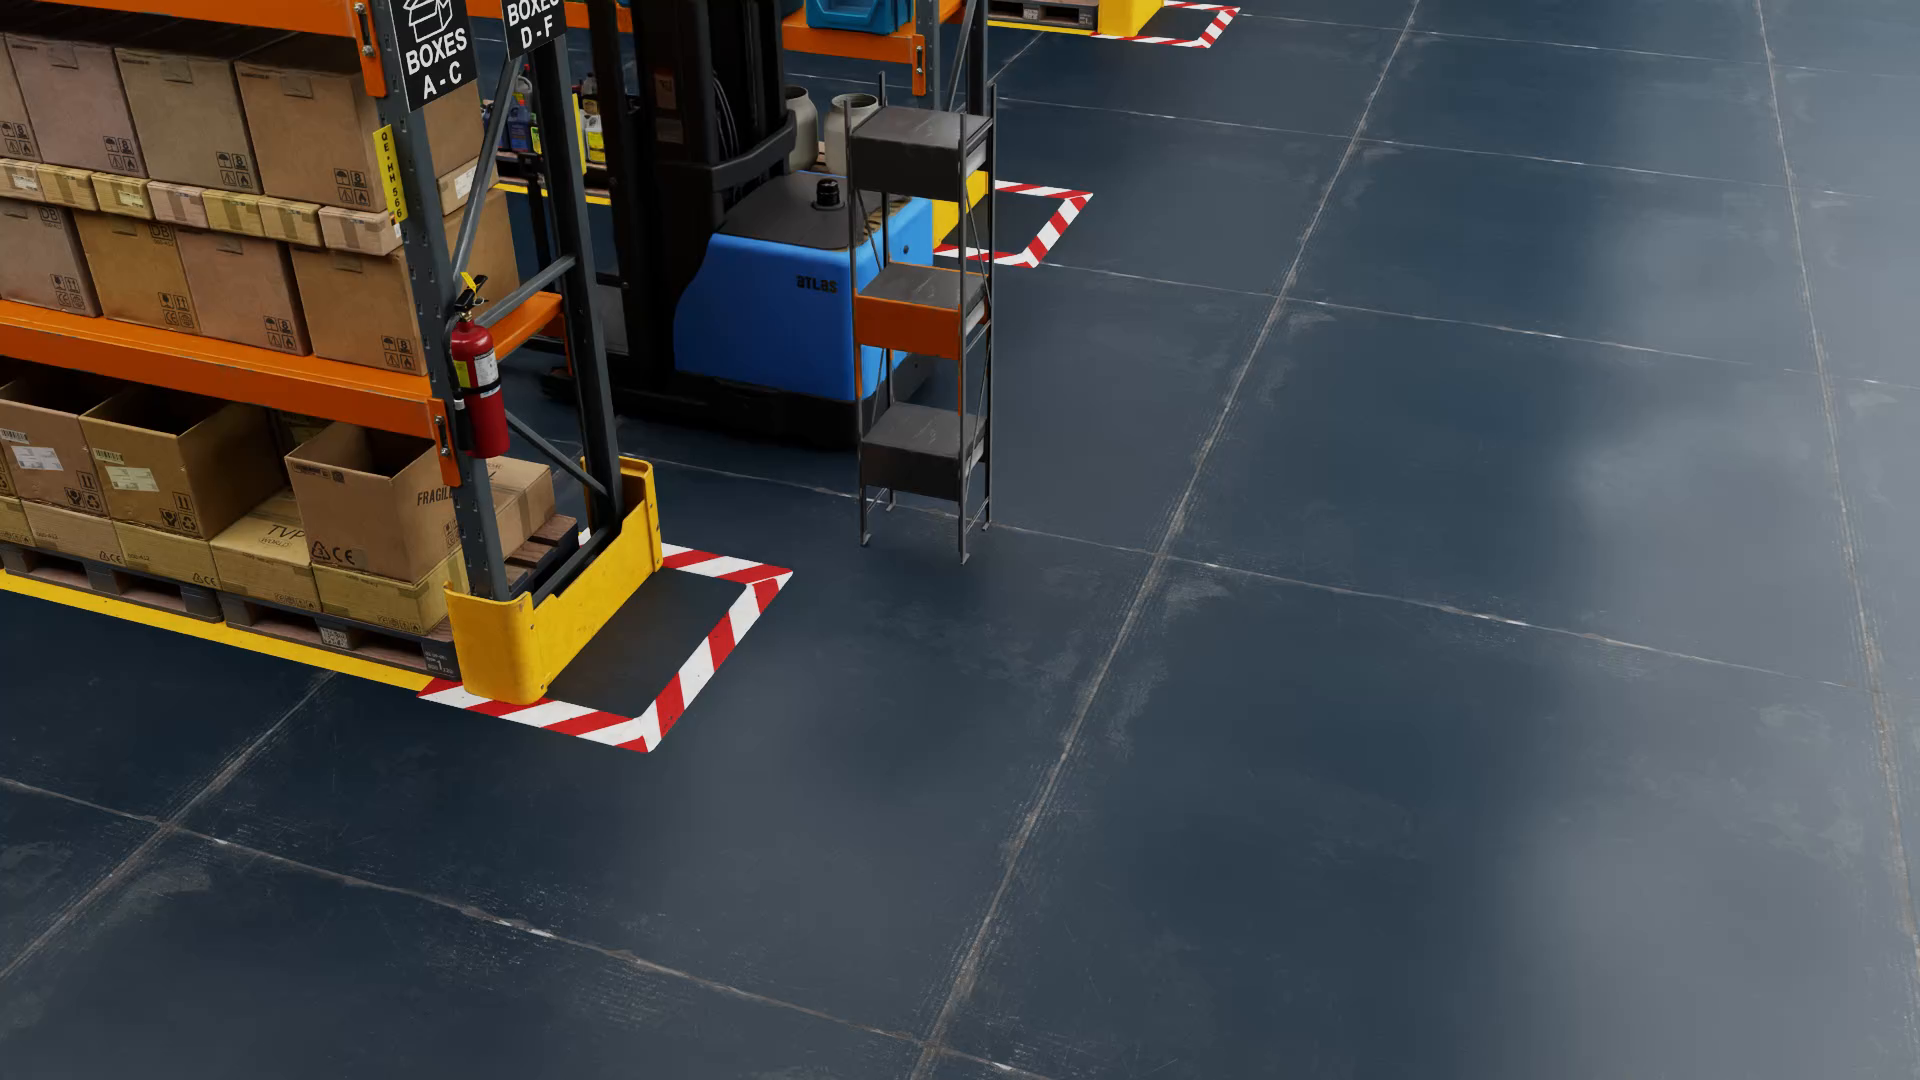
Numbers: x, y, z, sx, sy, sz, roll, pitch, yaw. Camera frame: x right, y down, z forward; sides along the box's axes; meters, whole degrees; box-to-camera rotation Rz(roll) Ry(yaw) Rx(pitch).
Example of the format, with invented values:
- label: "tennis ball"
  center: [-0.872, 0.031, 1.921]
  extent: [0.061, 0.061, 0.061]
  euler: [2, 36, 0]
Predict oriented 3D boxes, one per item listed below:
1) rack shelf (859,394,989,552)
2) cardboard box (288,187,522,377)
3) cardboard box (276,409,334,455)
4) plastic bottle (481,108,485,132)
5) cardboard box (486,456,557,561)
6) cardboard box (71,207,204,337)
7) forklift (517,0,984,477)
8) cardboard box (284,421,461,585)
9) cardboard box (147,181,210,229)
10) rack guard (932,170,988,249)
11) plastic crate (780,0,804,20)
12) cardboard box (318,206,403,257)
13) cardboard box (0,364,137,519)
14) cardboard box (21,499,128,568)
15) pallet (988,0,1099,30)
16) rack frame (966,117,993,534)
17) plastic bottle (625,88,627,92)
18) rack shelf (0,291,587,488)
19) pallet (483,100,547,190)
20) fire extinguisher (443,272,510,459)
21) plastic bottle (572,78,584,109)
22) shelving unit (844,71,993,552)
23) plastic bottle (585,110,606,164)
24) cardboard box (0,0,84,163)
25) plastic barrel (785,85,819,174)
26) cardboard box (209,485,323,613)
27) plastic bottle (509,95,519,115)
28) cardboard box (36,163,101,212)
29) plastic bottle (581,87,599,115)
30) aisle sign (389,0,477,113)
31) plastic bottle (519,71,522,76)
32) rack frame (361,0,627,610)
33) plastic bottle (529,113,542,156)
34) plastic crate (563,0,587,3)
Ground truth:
- label: "rack shelf"
  center: [-0.156, -0.313, 7.614]
  extent: [0.480, 0.518, 0.431]
  euler: [11, 34, 16]
- label: "cardboard box"
  center: [-2.153, -1.049, 6.518]
  extent: [0.500, 0.500, 0.700]
  euler: [11, 34, 16]
- label: "cardboard box"
  center: [-2.619, -0.554, 7.299]
  extent: [0.500, 0.500, 0.500]
  euler: [11, 34, 16]
- label: "plastic bottle"
  center: [-3.343, -2.889, 11.565]
  extent: [0.135, 0.276, 0.152]
  euler: [12, 35, 18]
- label: "cardboard box"
  center: [-2.148, -0.148, 7.362]
  extent: [0.500, 0.250, 0.500]
  euler: [11, 34, 16]
- label: "cardboard box"
  center: [-3.115, -1.237, 6.808]
  extent: [0.500, 0.500, 0.700]
  euler: [11, 35, 17]
- label: "forklift"
  center: [-1.459, -1.952, 8.071]
  extent: [3.795, 2.935, 1.782]
  euler: [12, 35, 18]
- label: "cardboard box"
  center: [-2.323, -0.198, 6.748]
  extent: [0.500, 0.500, 0.500]
  euler: [11, 34, 16]
- label: "cardboard box"
  center: [-2.866, -1.344, 6.375]
  extent: [0.250, 0.149, 0.380]
  euler: [11, 35, 17]
- label: "rack guard"
  center: [-0.131, -2.384, 10.981]
  extent: [0.348, 0.500, 1.175]
  euler: [11, 34, 16]
- label: "plastic crate"
  center: [-1.225, -3.442, 10.453]
  extent: [0.408, 0.251, 0.499]
  euler: [11, 34, 16]
- label: "cardboard box"
  center: [-2.142, -1.203, 6.157]
  extent: [0.250, 0.149, 0.380]
  euler: [10, 34, 16]
- label: "cardboard box"
  center: [-3.740, -0.466, 7.162]
  extent: [0.500, 0.500, 0.500]
  euler: [11, 34, 16]
- label: "cardboard box"
  center: [-3.739, -0.152, 7.368]
  extent: [0.500, 0.250, 0.500]
  euler: [11, 34, 16]
- label: "pallet"
  center: [0.803, -4.982, 15.272]
  extent: [1.213, 0.211, 1.003]
  euler: [11, 34, 16]
- label: "rack frame"
  center: [0.074, -0.868, 7.159]
  extent: [0.006, 1.831, 0.380]
  euler: [11, 34, 16]
- label: "plastic bottle"
  center: [-2.469, -3.120, 11.922]
  extent: [0.135, 0.276, 0.152]
  euler: [12, 35, 17]
- label: "rack shelf"
  center: [-3.601, -0.979, 7.164]
  extent: [4.000, 0.370, 1.077]
  euler: [11, 34, 16]
- label: "pallet"
  center: [-3.191, -2.860, 11.985]
  extent: [1.213, 0.211, 1.003]
  euler: [11, 34, 16]
- label: "fire extinguisher"
  center: [-1.763, -0.624, 6.022]
  extent: [0.183, 0.674, 0.296]
  euler: [11, 34, 16]
- label: "plastic bottle"
  center: [-2.757, -3.205, 12.048]
  extent: [0.133, 0.283, 0.061]
  euler: [13, 35, 20]
- label: "shelving unit"
  center: [-0.158, -0.913, 7.228]
  extent: [0.499, 2.100, 0.431]
  euler: [11, 34, 16]
- label: "plastic bottle"
  center: [-2.436, -2.742, 11.268]
  extent: [0.185, 0.351, 0.144]
  euler: [12, 35, 18]
- label: "cardboard box"
  center: [-3.646, -1.881, 6.610]
  extent: [0.500, 0.500, 0.700]
  euler: [11, 34, 17]
- label: "plastic barrel"
  center: [-1.161, -2.748, 11.148]
  extent: [0.421, 0.512, 0.421]
  euler: [0, 33, 0]
- label: "cardboard box"
  center: [-2.797, 0.031, 7.085]
  extent: [0.500, 0.250, 0.500]
  euler: [11, 34, 16]
- label: "plastic bottle"
  center: [-3.140, -2.962, 11.609]
  extent: [0.185, 0.351, 0.144]
  euler: [11, 34, 16]
- label: "cardboard box"
  center: [-3.361, -1.439, 6.523]
  extent: [0.250, 0.149, 0.380]
  euler: [12, 35, 18]
- label: "plastic bottle"
  center: [-2.631, -3.098, 11.881]
  extent: [0.133, 0.283, 0.061]
  euler: [11, 34, 16]
- label: "aisle sign"
  center: [-1.755, -1.846, 5.446]
  extent: [0.004, 0.787, 0.394]
  euler: [11, 34, 16]
- label: "plastic bottle"
  center: [-3.245, -3.300, 12.194]
  extent: [0.133, 0.283, 0.061]
  euler: [13, 35, 19]
- label: "rack frame"
  center: [-1.718, -0.915, 6.402]
  extent: [0.127, 3.000, 1.000]
  euler: [11, 34, 16]
- label: "plastic bottle"
  center: [-2.870, -2.774, 11.380]
  extent: [0.133, 0.283, 0.061]
  euler: [13, 35, 19]
- label: "plastic crate"
  center: [-2.626, -3.694, 10.902]
  extent: [0.662, 0.188, 0.450]
  euler: [11, 34, 16]
